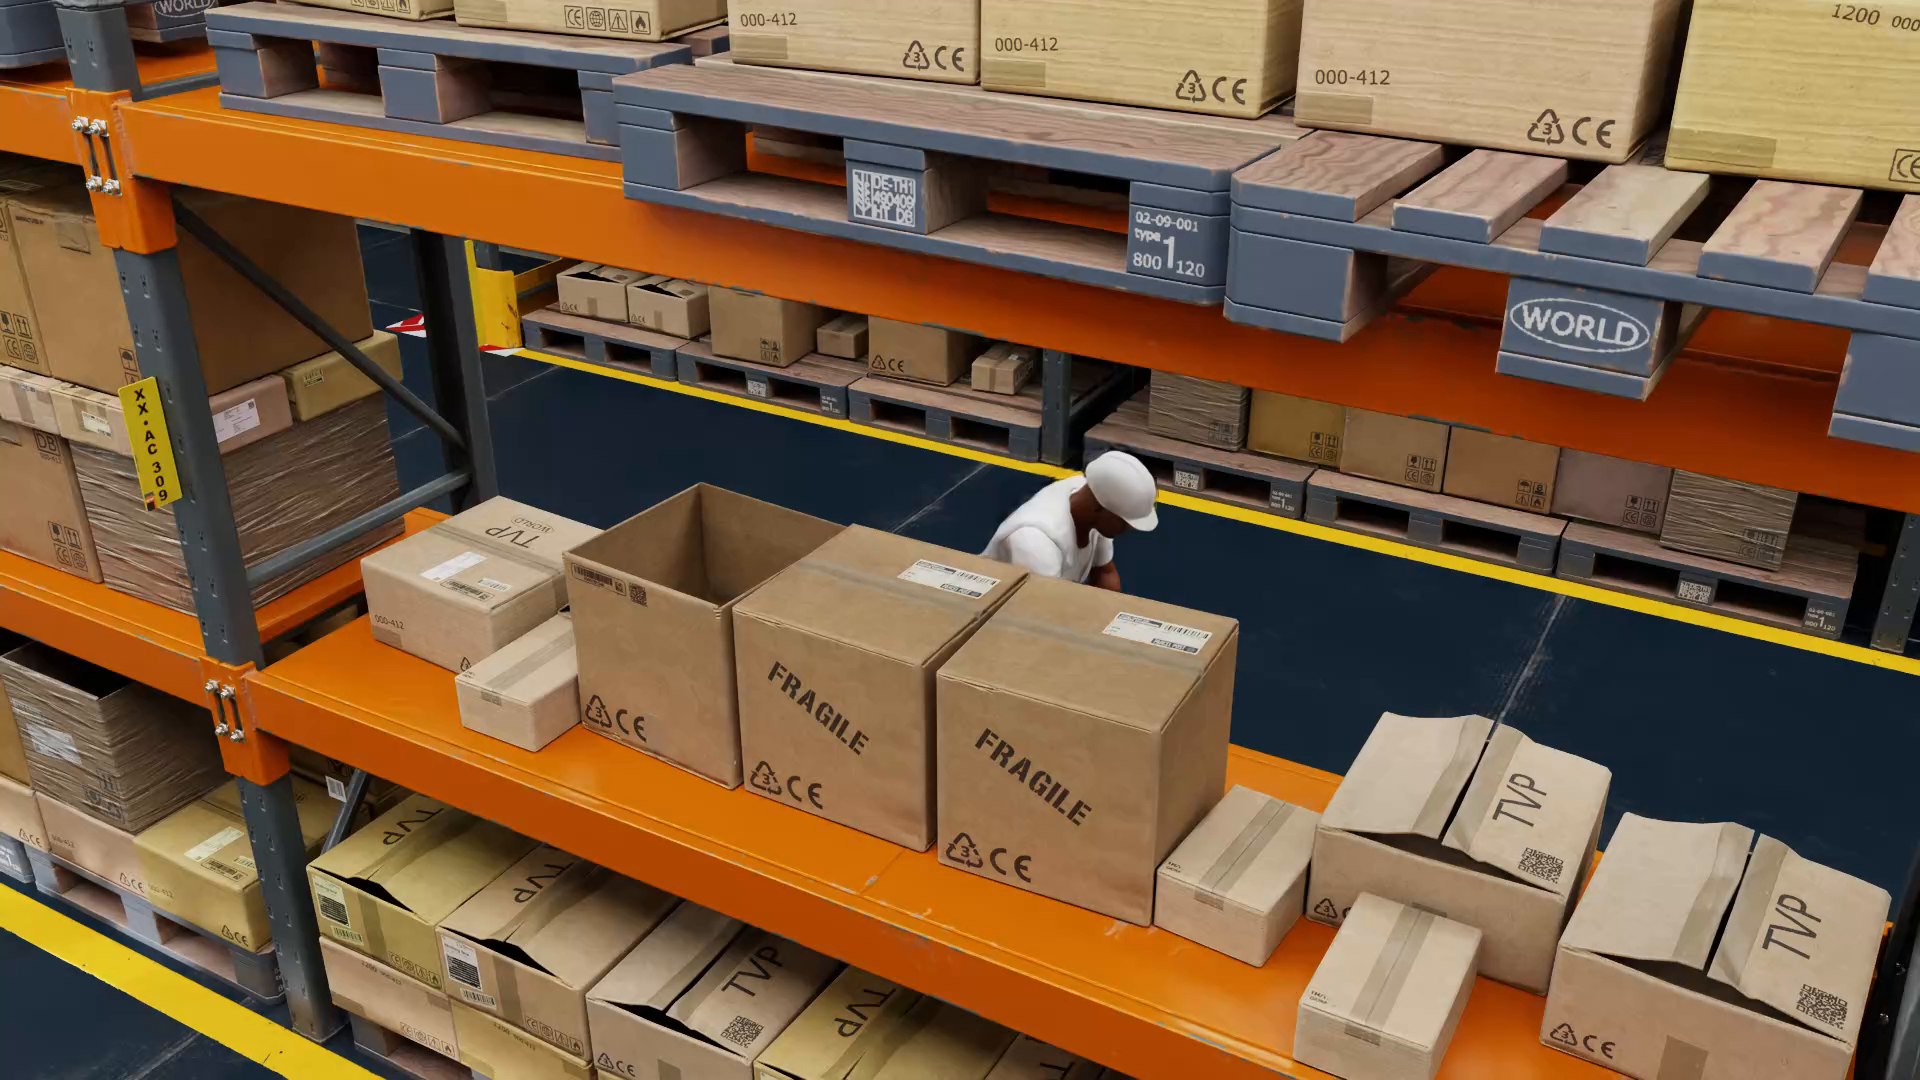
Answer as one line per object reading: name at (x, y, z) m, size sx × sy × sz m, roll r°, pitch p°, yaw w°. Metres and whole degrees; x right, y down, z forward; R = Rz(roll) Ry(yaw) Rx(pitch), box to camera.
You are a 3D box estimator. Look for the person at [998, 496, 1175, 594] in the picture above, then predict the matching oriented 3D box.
person at (0.331, 0.425, 5.672) m, size 0.777 × 1.376 × 0.632 m, roll 14°, pitch 30°, yaw 26°
